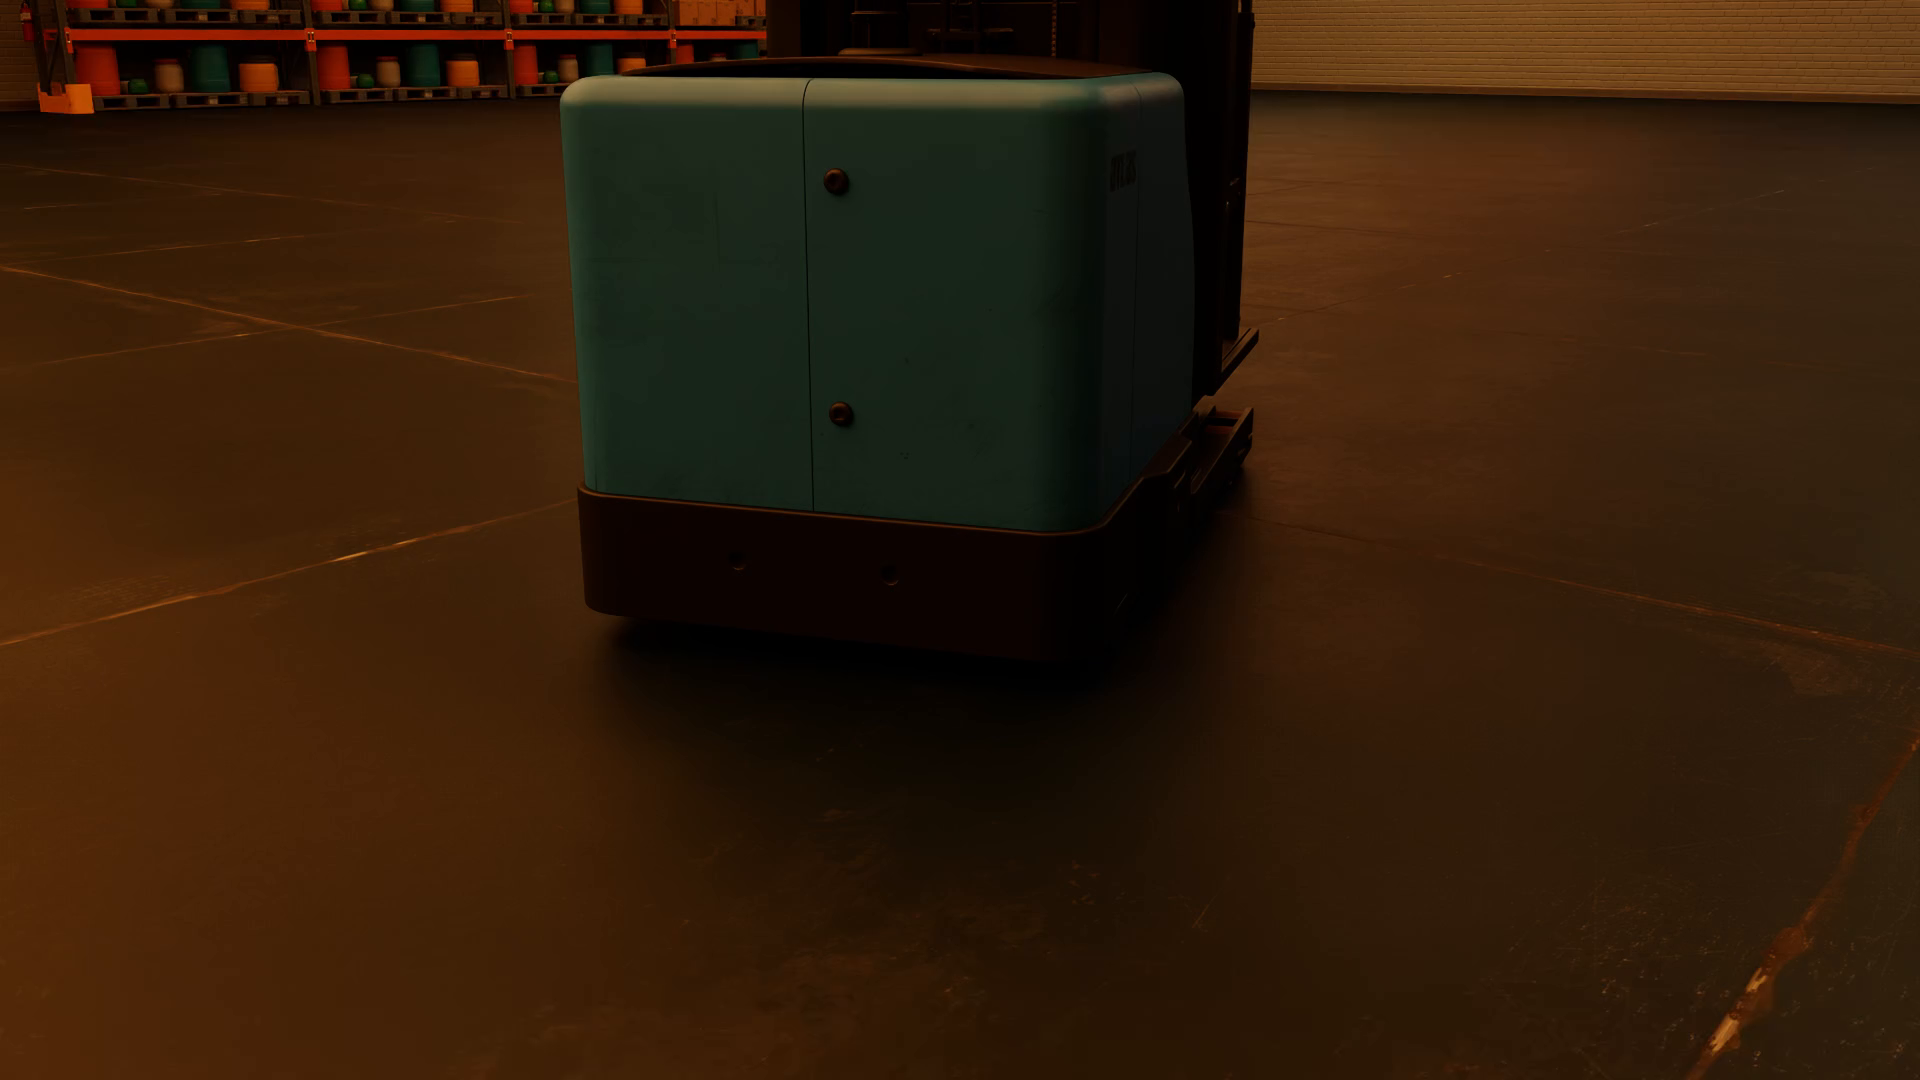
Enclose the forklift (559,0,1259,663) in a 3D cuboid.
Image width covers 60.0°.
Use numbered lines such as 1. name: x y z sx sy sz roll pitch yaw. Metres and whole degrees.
1. forklift: 0.182 -1.571 4.072 1.130 2.935 3.031 5 18 17
